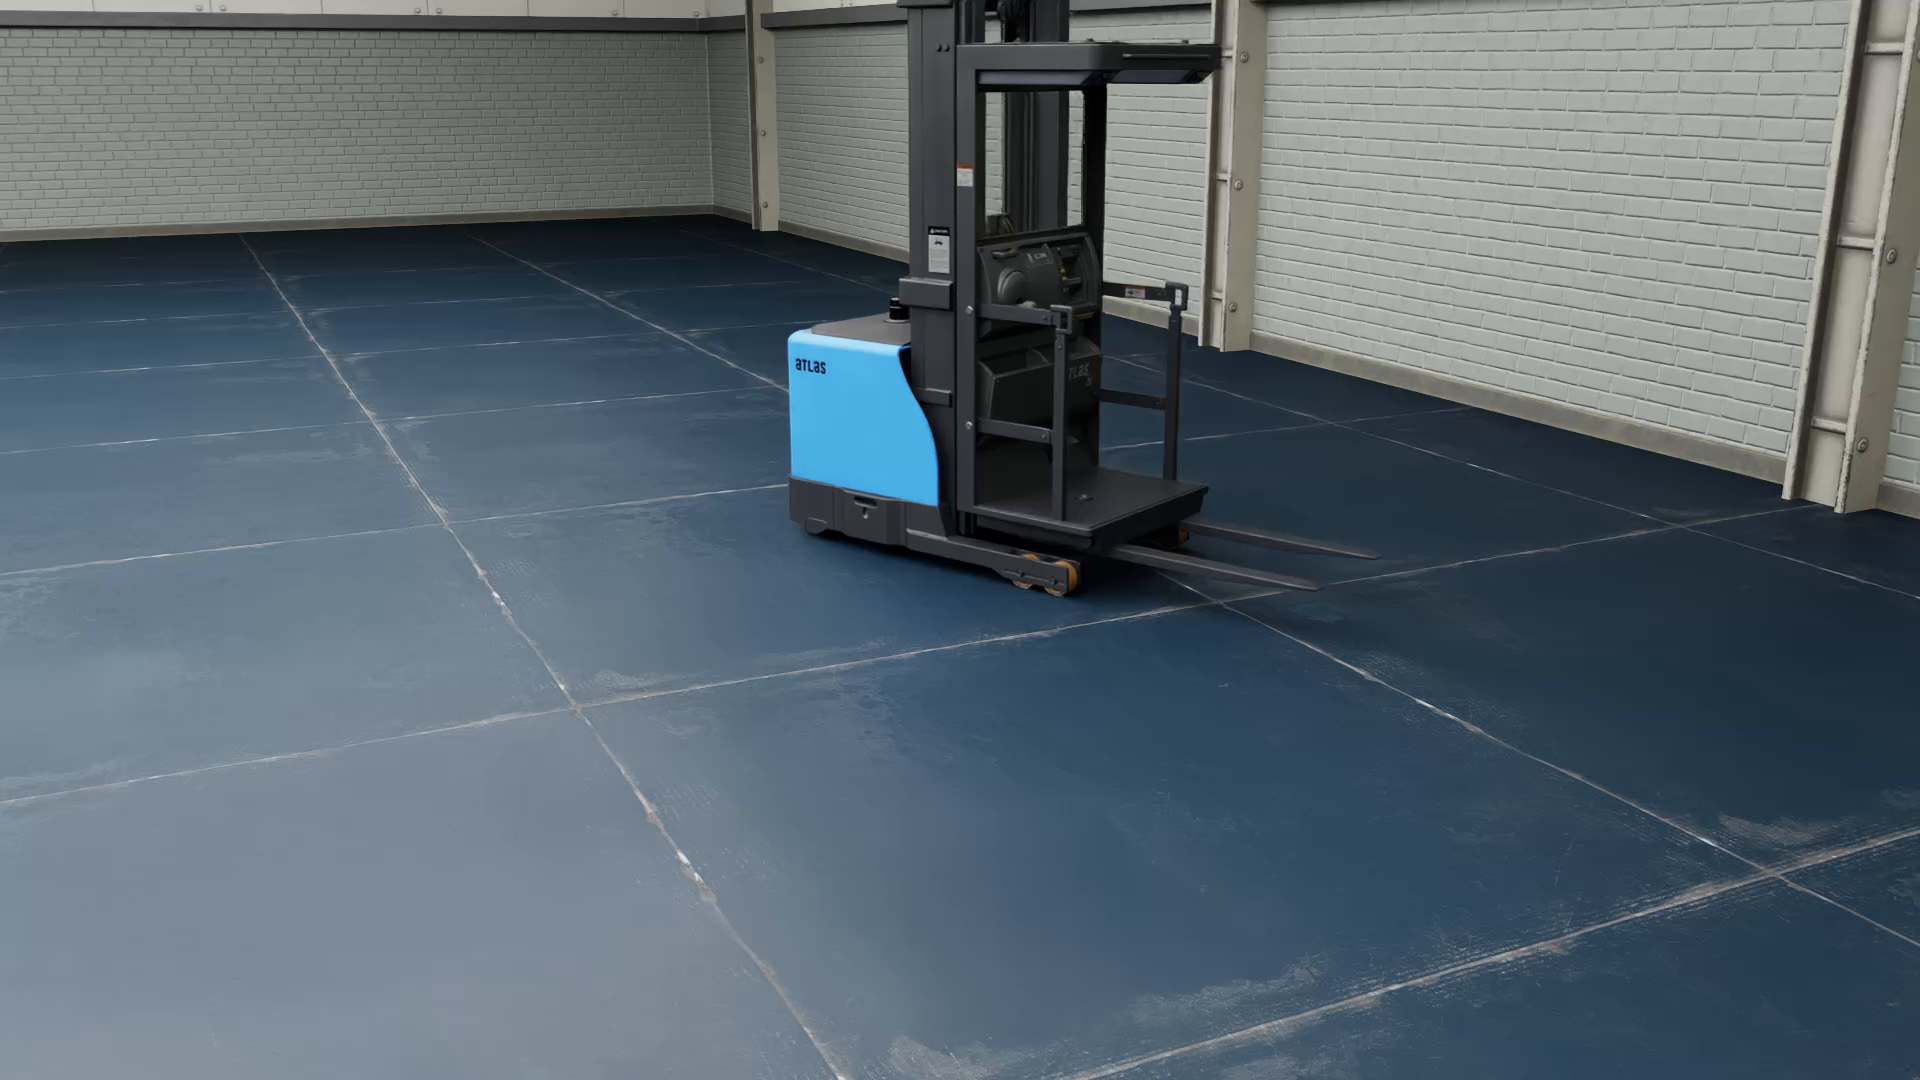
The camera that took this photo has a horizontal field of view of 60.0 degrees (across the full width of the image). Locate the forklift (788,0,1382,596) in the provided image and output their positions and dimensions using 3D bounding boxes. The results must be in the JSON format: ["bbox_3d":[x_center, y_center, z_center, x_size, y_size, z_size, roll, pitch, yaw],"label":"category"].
[{"bbox_3d":[0.559,-1.309,7.999,3.031,2.935,1.130,12,20,37],"label":"forklift"}]

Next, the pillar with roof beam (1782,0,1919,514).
[{"bbox_3d":[1.097,-4.020,6.445,9.100,9.000,0.400,-8,18,-25],"label":"pillar with roof beam"}]

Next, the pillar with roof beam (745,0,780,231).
[{"bbox_3d":[-6.788,-8.483,21.998,9.100,9.000,0.400,-8,18,-25],"label":"pillar with roof beam"}]

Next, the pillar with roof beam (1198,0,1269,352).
[{"bbox_3d":[-1.531,-5.508,11.629,9.100,9.000,0.400,-8,18,-25],"label":"pillar with roof beam"}]
